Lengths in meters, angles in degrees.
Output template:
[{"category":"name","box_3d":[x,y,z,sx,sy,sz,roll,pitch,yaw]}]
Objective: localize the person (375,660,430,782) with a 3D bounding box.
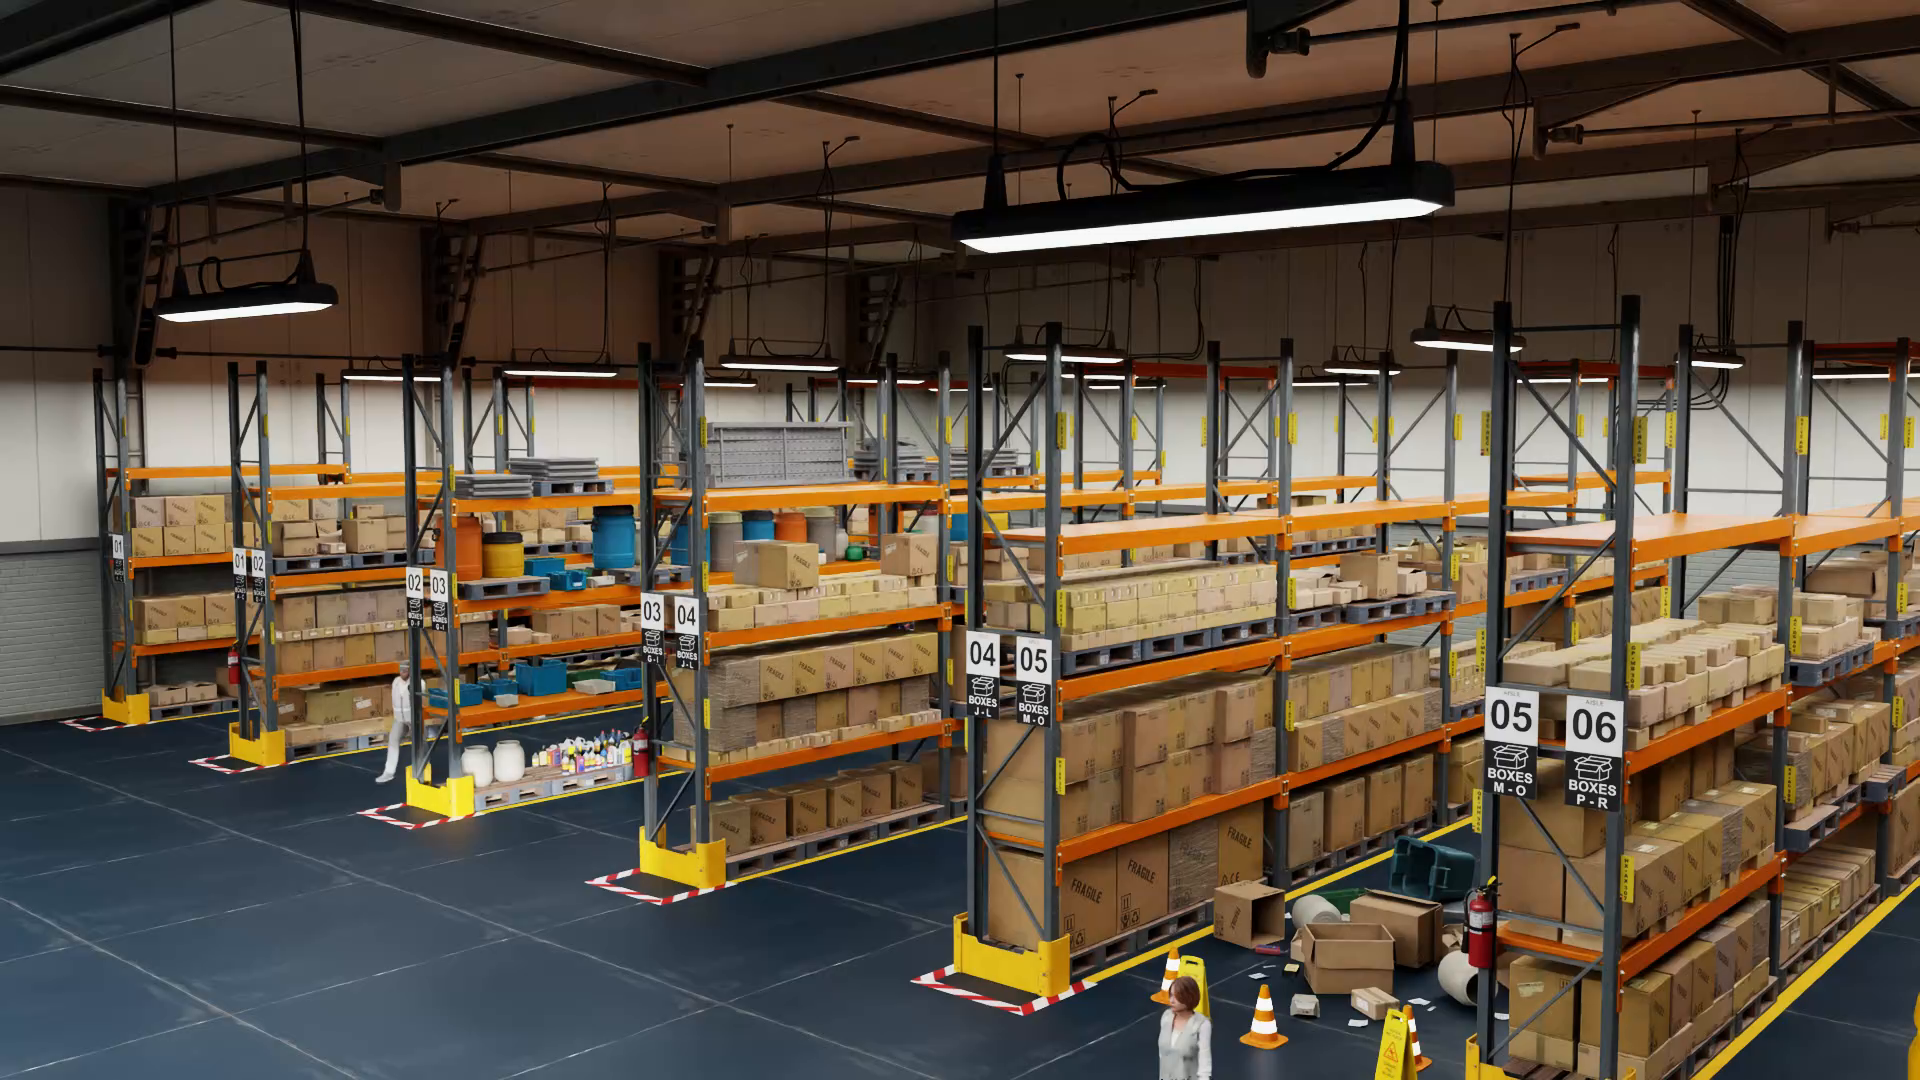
[{"category":"person","box_3d":[-7.897,2.544,23.696,0.564,1.701,0.985,0,4,5]}]

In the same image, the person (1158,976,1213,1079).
[{"category":"person","box_3d":[1.428,3.582,10.692,0.438,1.551,0.904,3,5,36]}]
